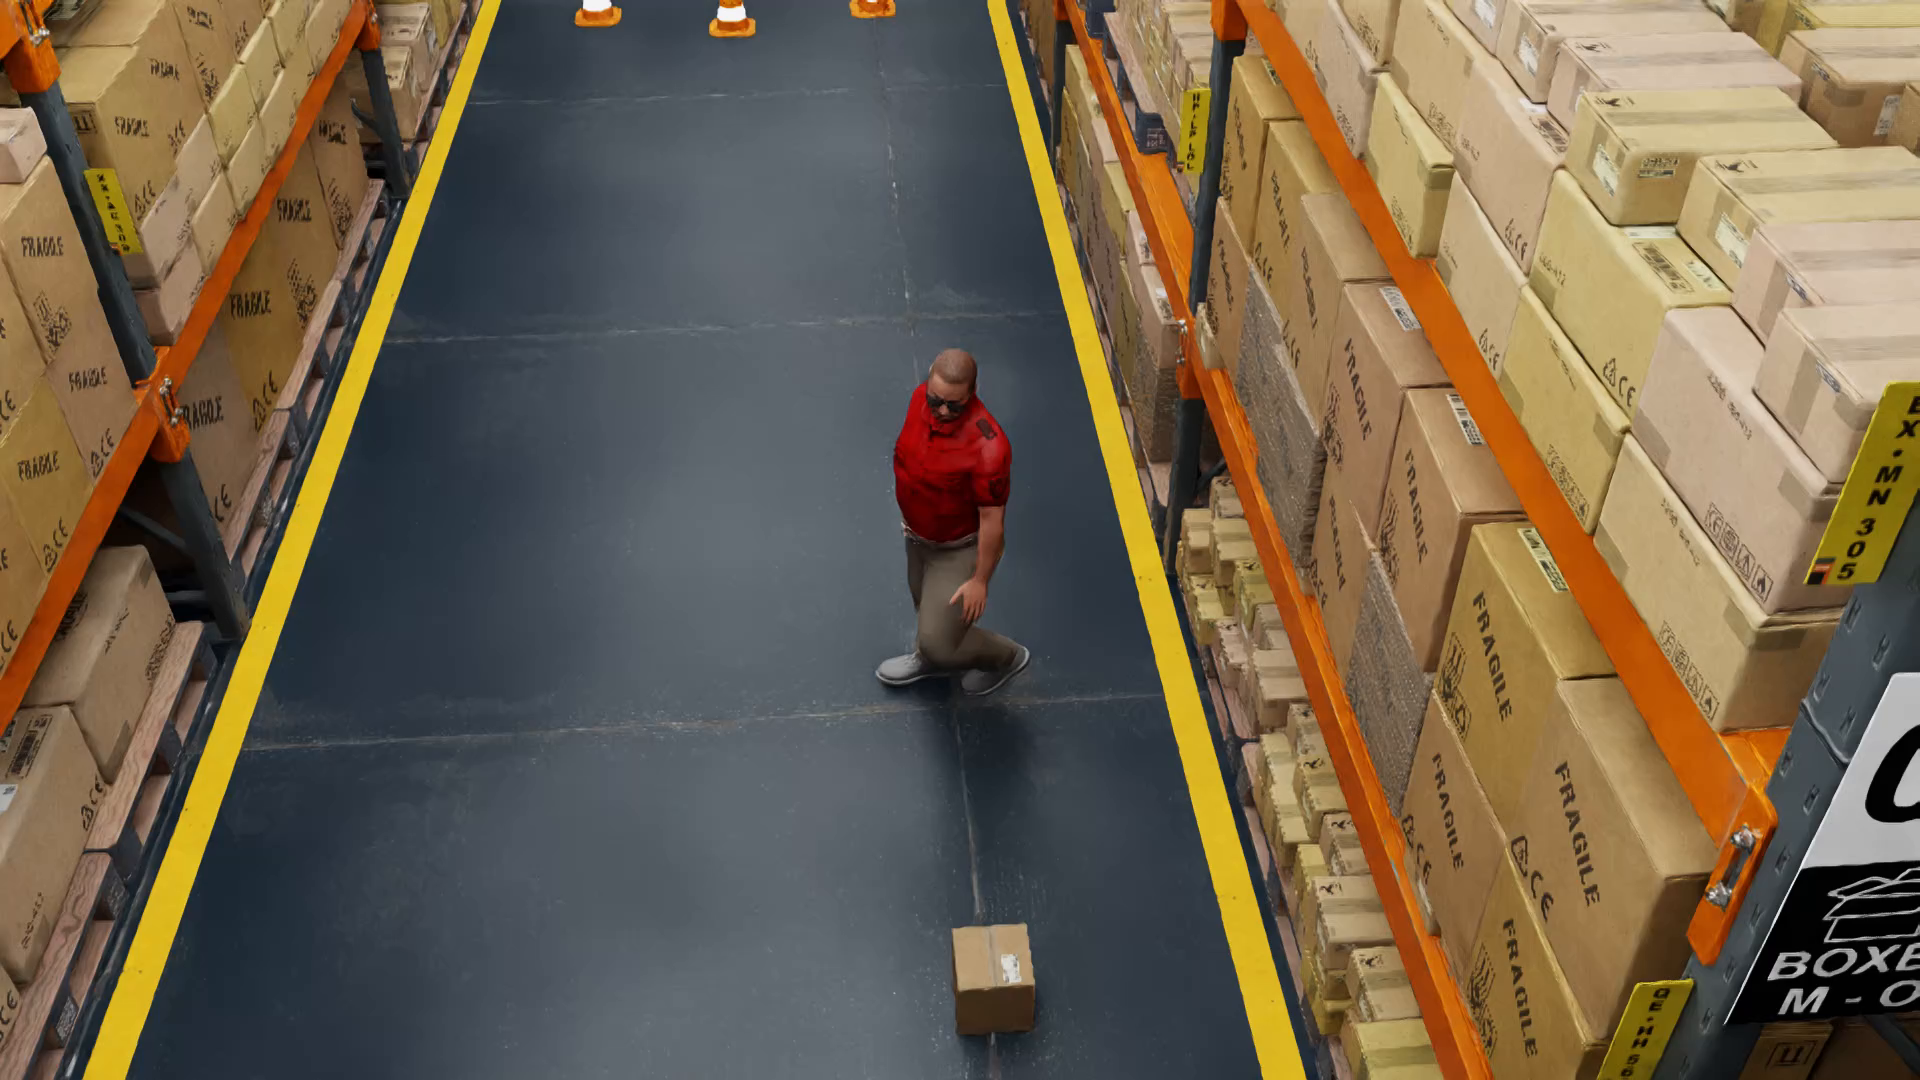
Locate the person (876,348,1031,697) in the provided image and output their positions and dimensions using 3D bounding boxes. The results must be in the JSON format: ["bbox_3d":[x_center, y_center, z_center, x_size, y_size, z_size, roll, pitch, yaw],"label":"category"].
[{"bbox_3d":[-0.013,-0.013,6.170,0.486,1.707,0.630,-20,43,-23],"label":"person"}]
